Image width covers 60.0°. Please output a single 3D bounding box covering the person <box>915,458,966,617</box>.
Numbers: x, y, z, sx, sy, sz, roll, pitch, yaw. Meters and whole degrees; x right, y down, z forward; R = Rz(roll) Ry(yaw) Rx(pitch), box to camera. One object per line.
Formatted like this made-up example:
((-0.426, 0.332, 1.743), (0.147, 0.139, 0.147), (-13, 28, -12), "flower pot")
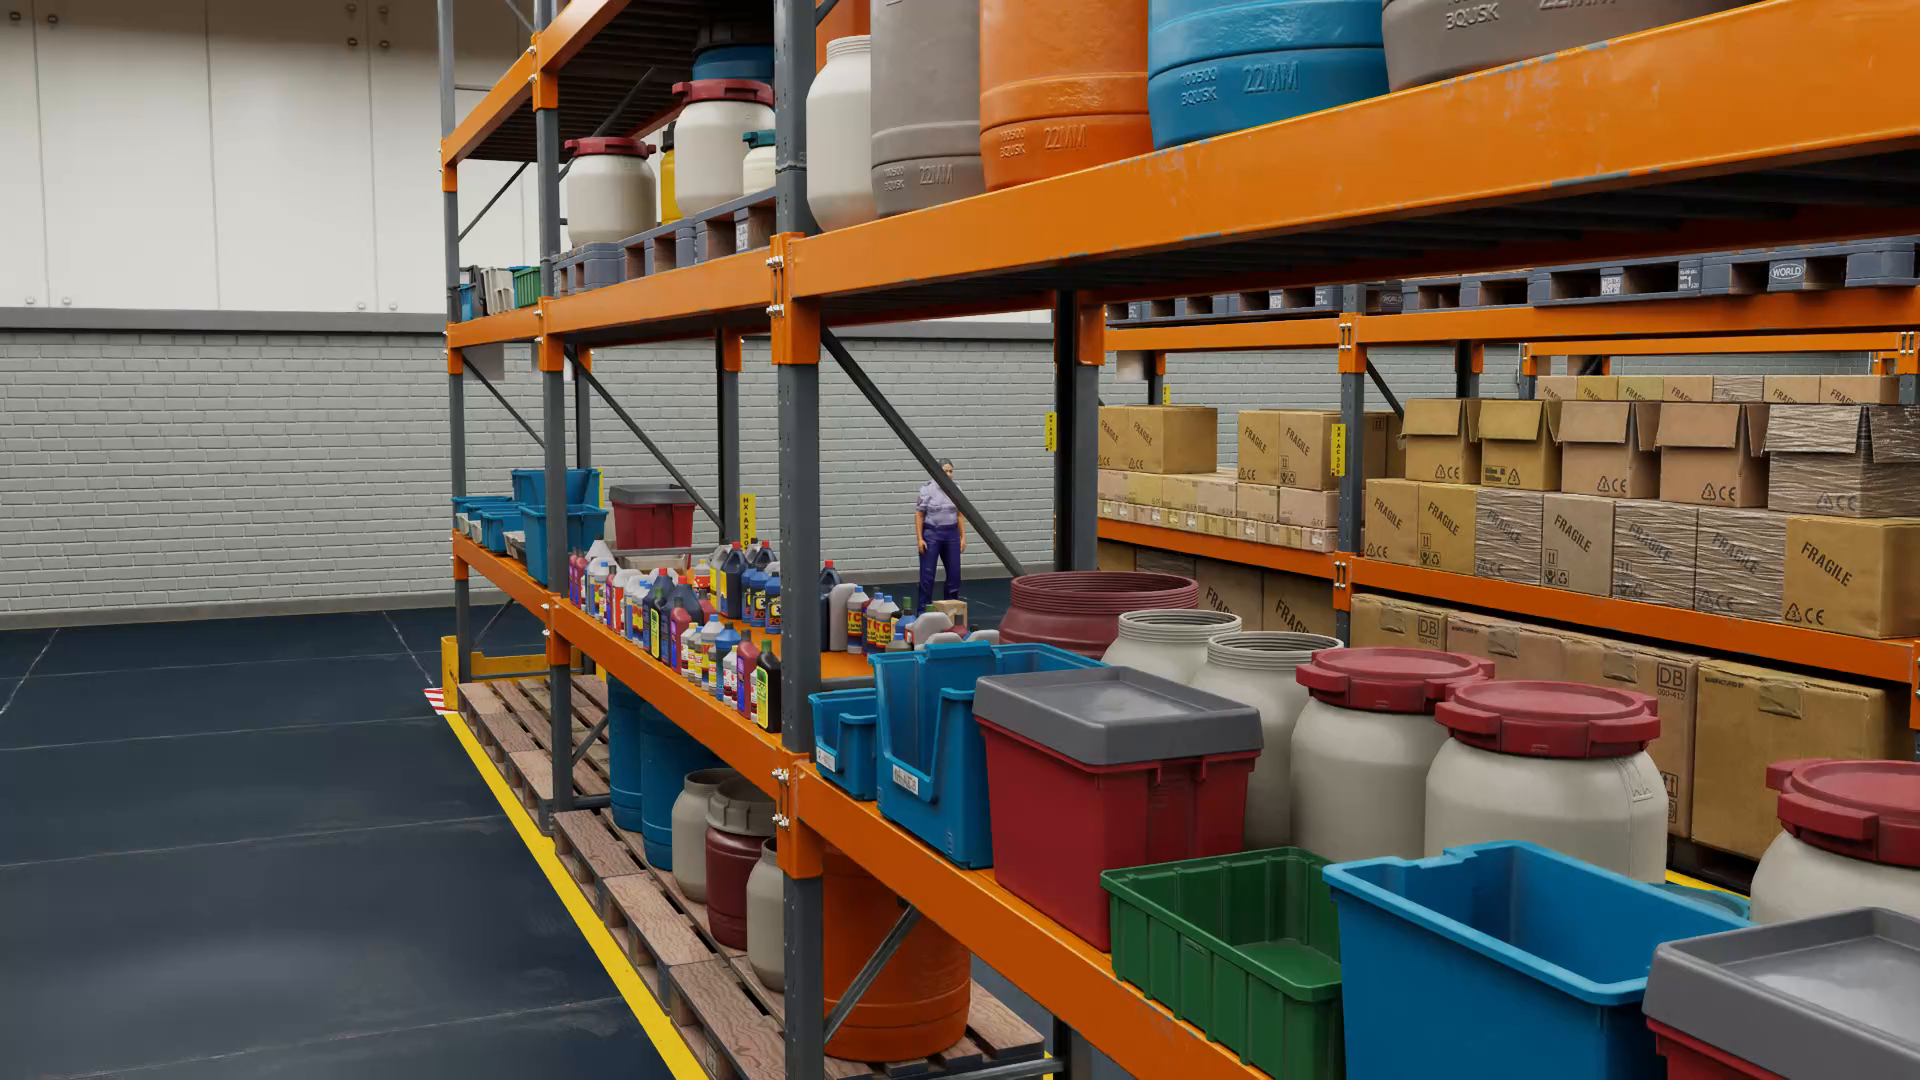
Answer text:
((-0.198, 0.012, 16.420), (0.539, 1.652, 0.370), (-2, 6, -23), "person")
